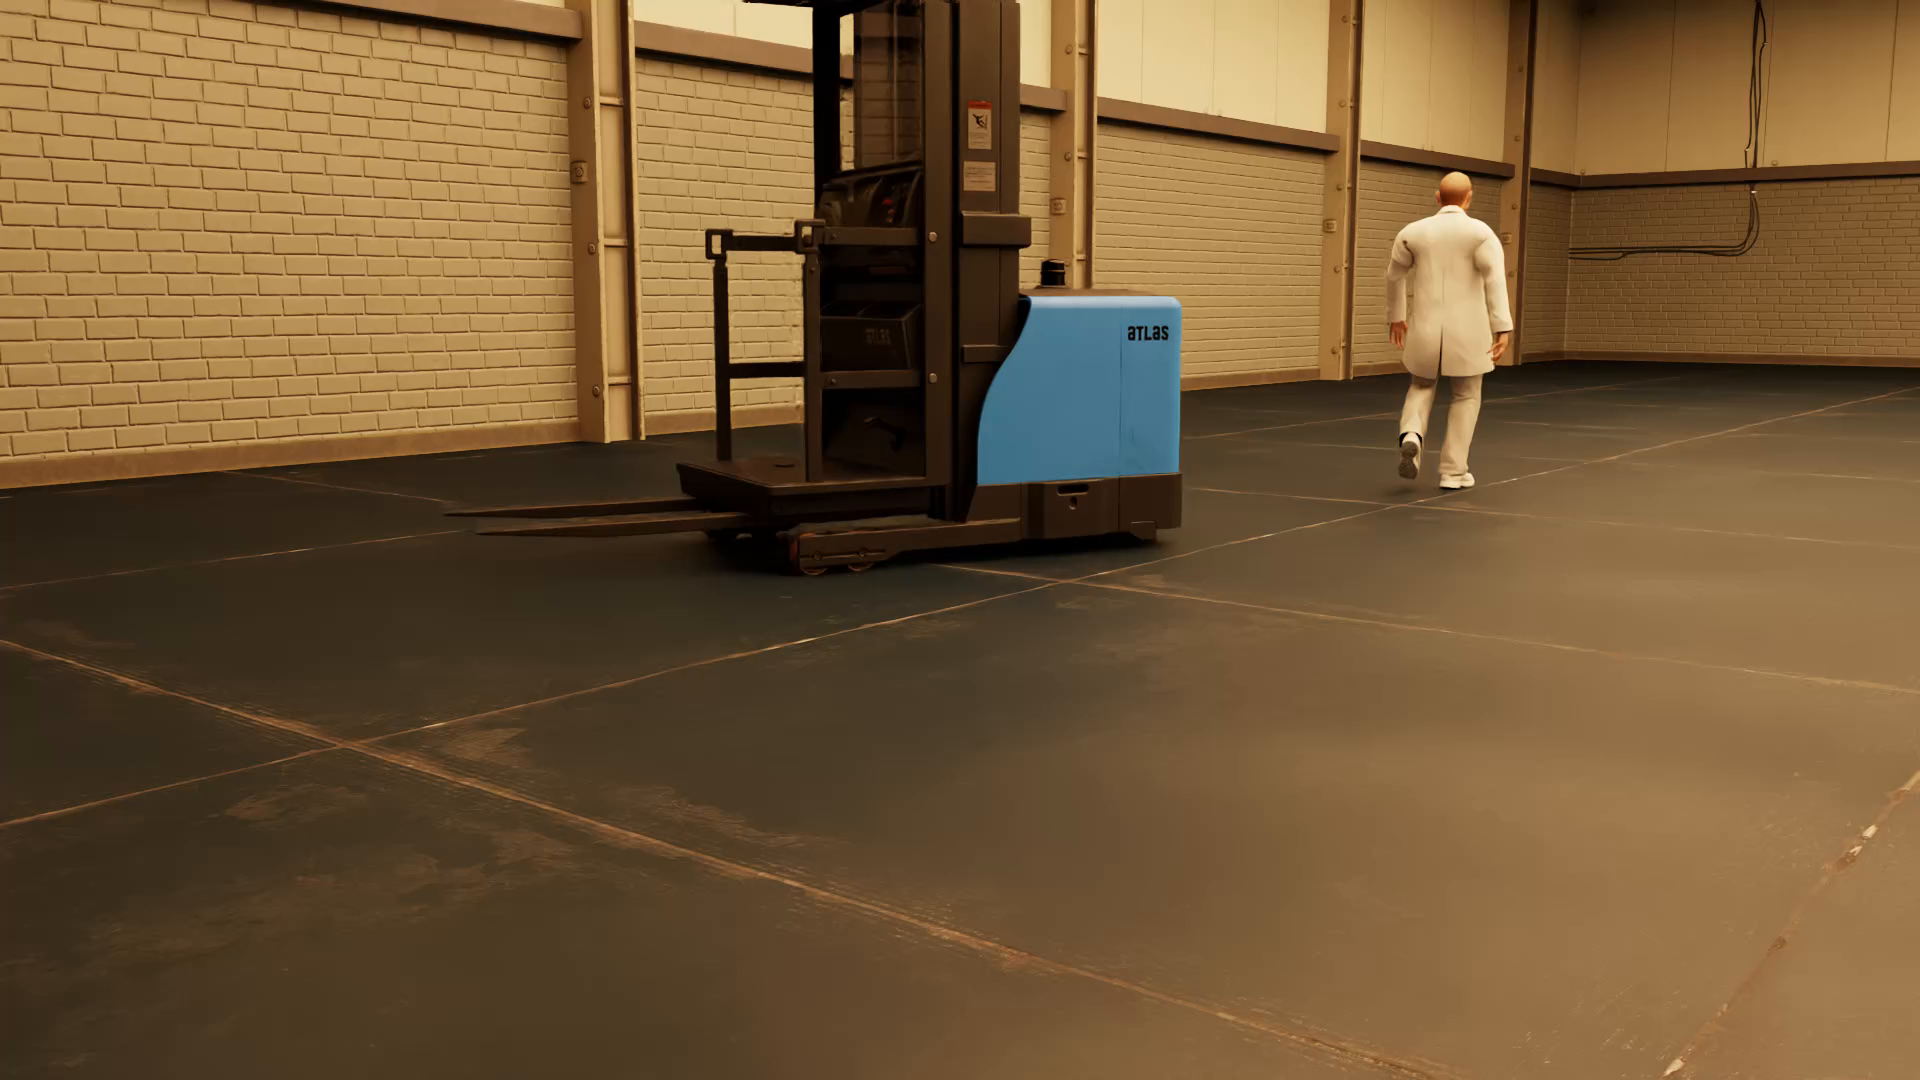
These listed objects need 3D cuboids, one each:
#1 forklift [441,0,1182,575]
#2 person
[{"bbox_3d":[-0.570,-1.400,6.846,3.031,2.935,1.130,-4,9,-28],"label":"forklift"},{"bbox_3d":[2.738,-1.173,9.357,0.782,1.758,0.525,5,10,32],"label":"person"}]
